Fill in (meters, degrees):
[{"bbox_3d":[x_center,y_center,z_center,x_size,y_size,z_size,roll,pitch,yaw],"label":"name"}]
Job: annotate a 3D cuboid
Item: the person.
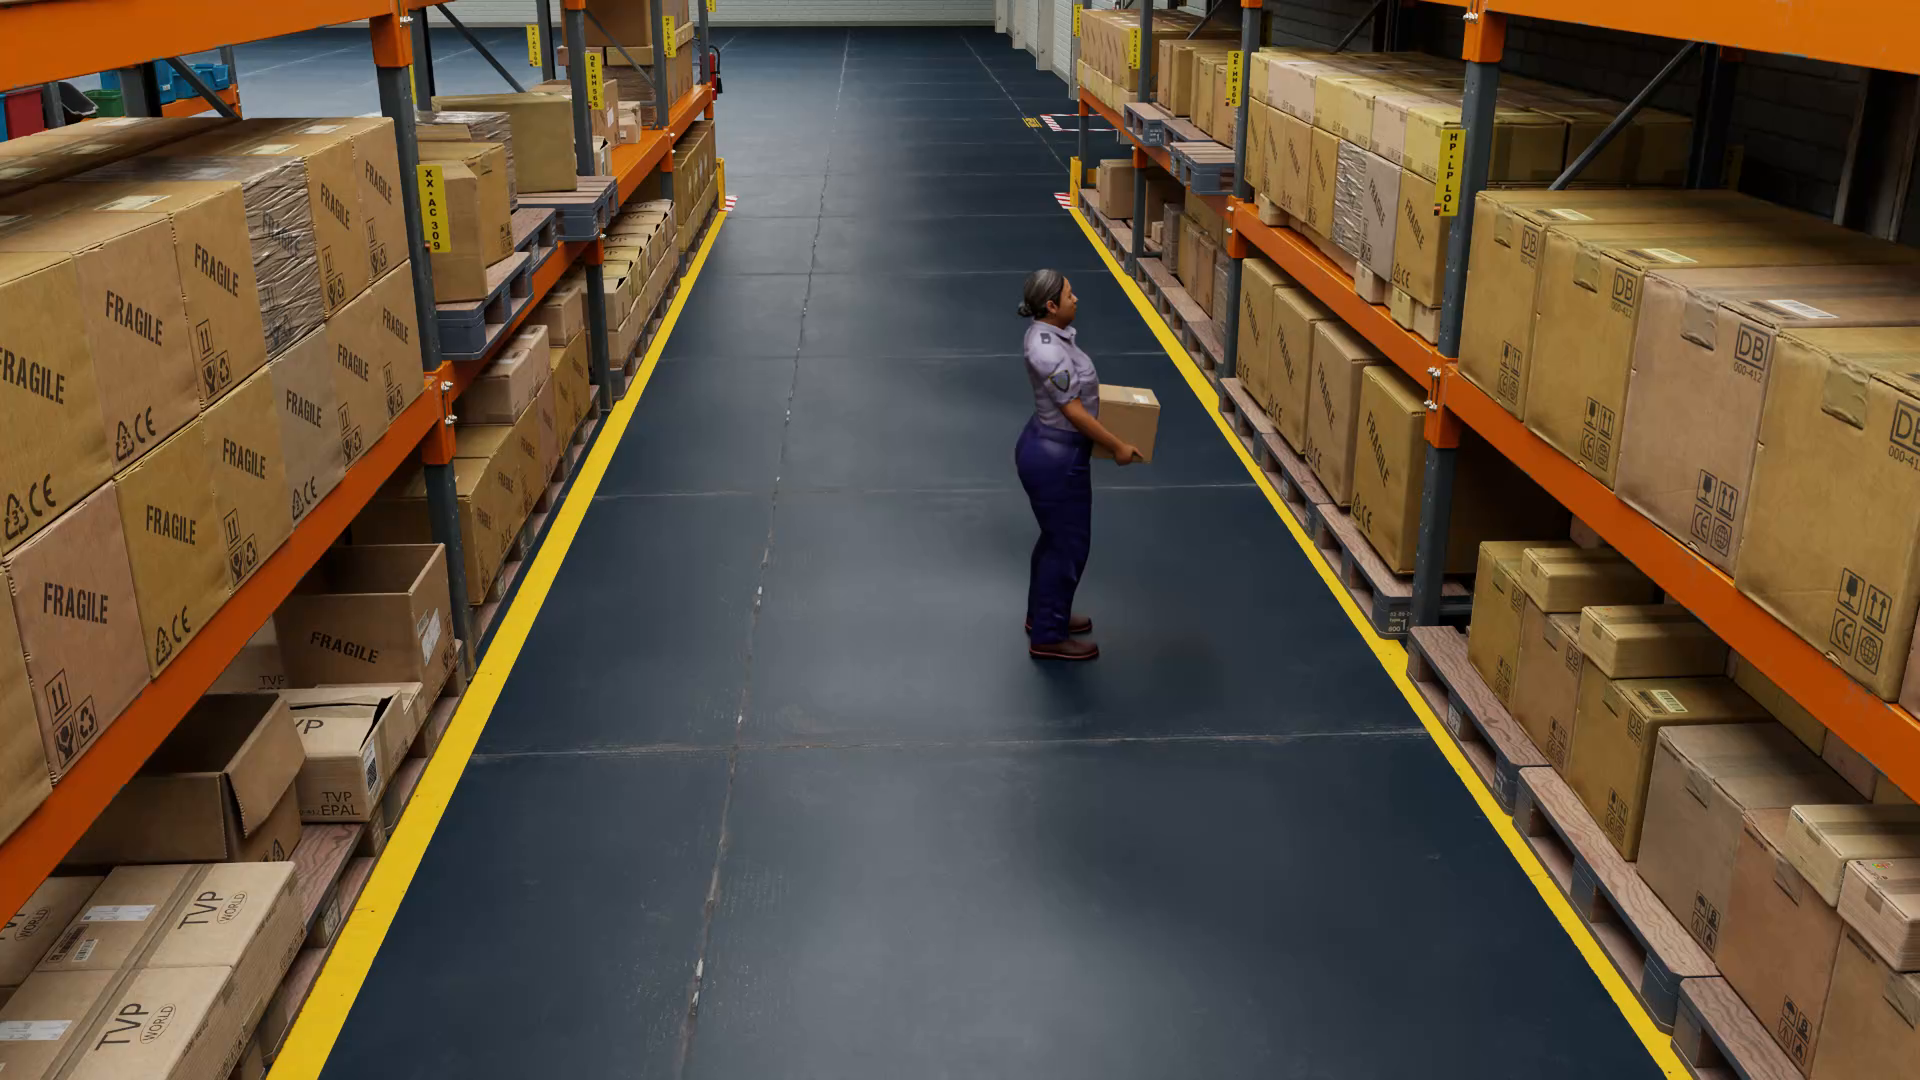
[{"bbox_3d":[0.490,-0.322,6.977,0.517,1.637,0.453,-1,21,-2],"label":"person"}]
